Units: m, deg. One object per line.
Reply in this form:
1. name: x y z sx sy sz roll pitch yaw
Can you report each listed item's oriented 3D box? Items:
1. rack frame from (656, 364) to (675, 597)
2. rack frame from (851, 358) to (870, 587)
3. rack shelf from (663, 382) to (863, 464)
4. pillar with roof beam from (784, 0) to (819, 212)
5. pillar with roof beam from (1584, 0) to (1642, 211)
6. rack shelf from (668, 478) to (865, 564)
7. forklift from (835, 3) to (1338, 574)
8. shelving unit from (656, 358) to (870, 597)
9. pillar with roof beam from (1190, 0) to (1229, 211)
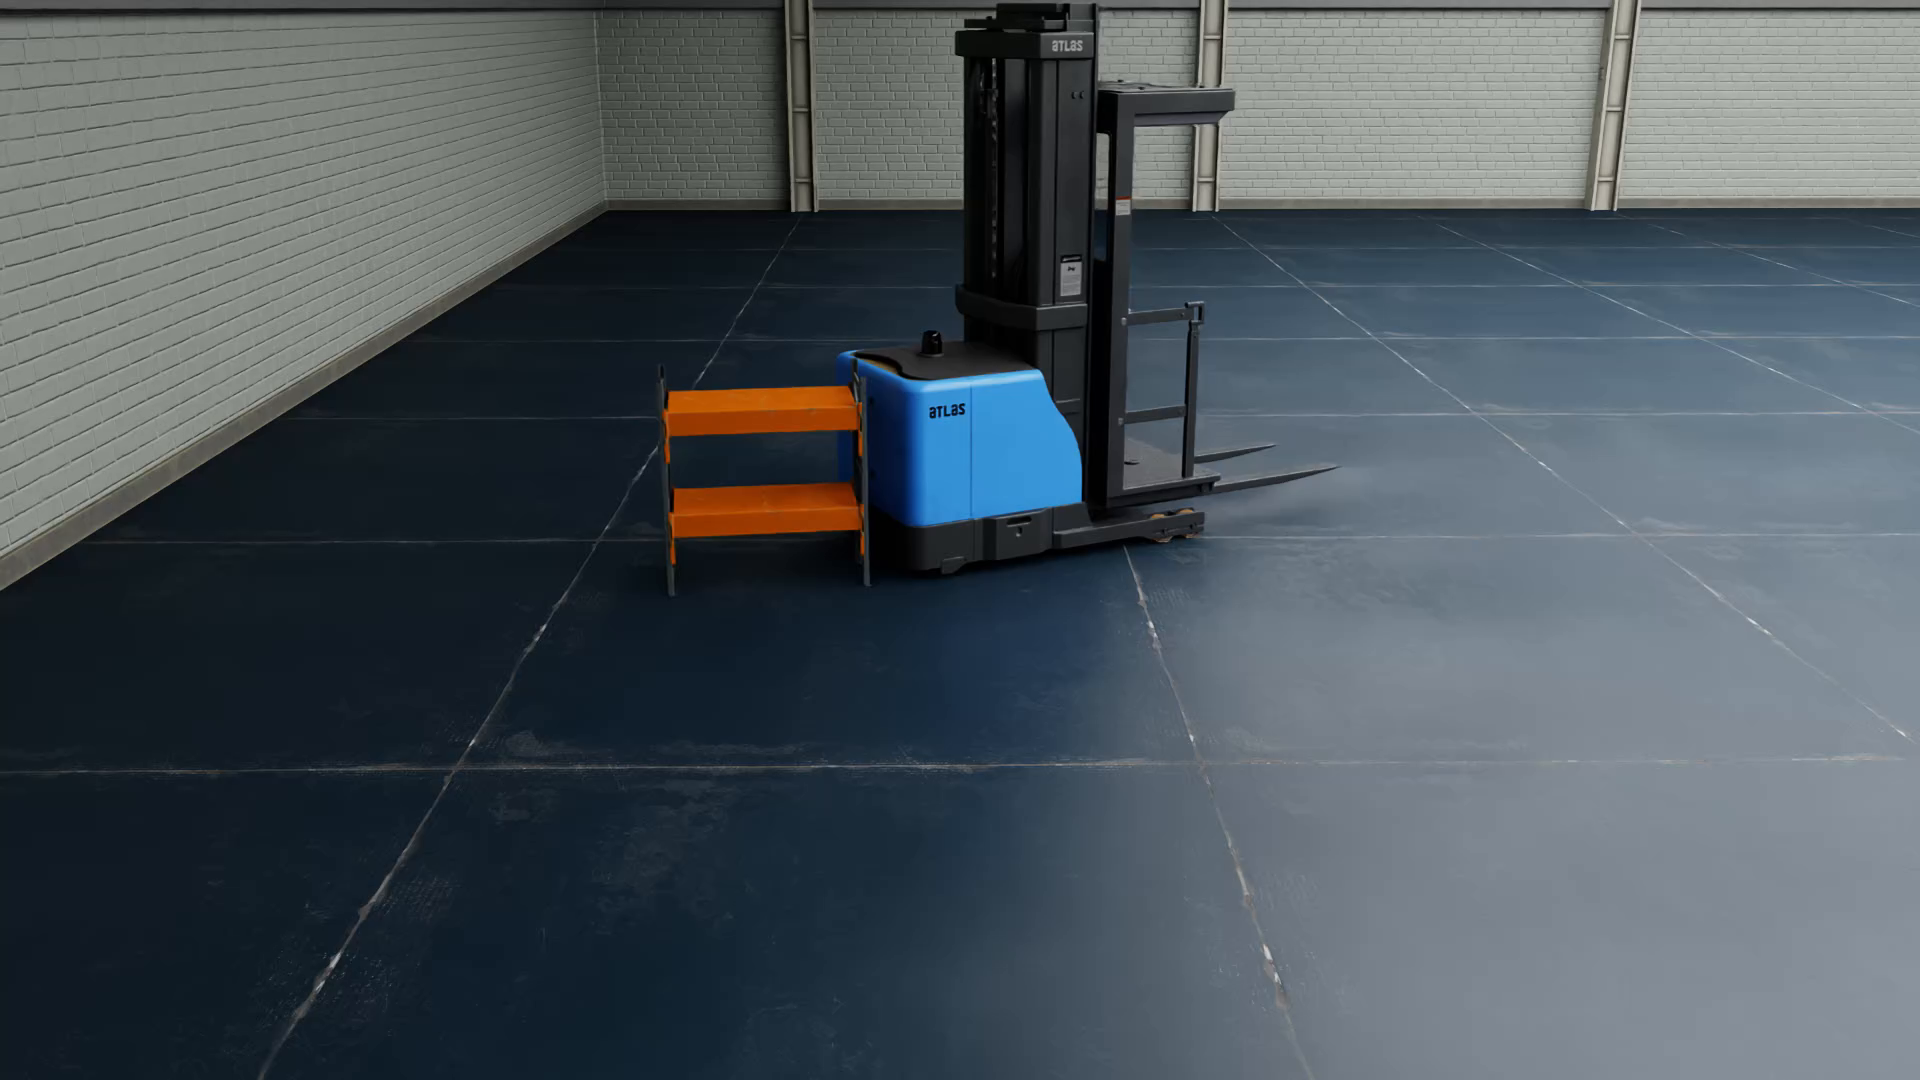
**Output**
1. rack frame: -1.536 -0.316 8.692 0.032 1.125 0.500 -3 18 -8
2. rack frame: -0.531 -0.364 8.839 0.032 1.125 0.500 -3 18 -8
3. rack shelf: -1.033 -0.619 8.676 1.000 0.278 0.538 -3 18 -8
4. pillar with roof beam: -2.259 -7.910 19.473 0.400 9.000 9.100 0 18 -1
5. pillar with roof beam: 9.739 -7.968 19.654 0.400 9.000 9.100 0 18 -1
6. rack shelf: -1.033 -0.107 8.840 1.000 0.278 0.538 -3 18 -8
7. forklift: 0.834 -1.511 9.458 3.031 2.935 1.130 -9 20 -26
8. shelving unit: -1.033 -0.340 8.766 1.048 1.125 0.538 -3 18 -8
9. pillar with roof beam: 3.740 -7.939 19.563 0.400 9.000 9.100 0 18 -1
